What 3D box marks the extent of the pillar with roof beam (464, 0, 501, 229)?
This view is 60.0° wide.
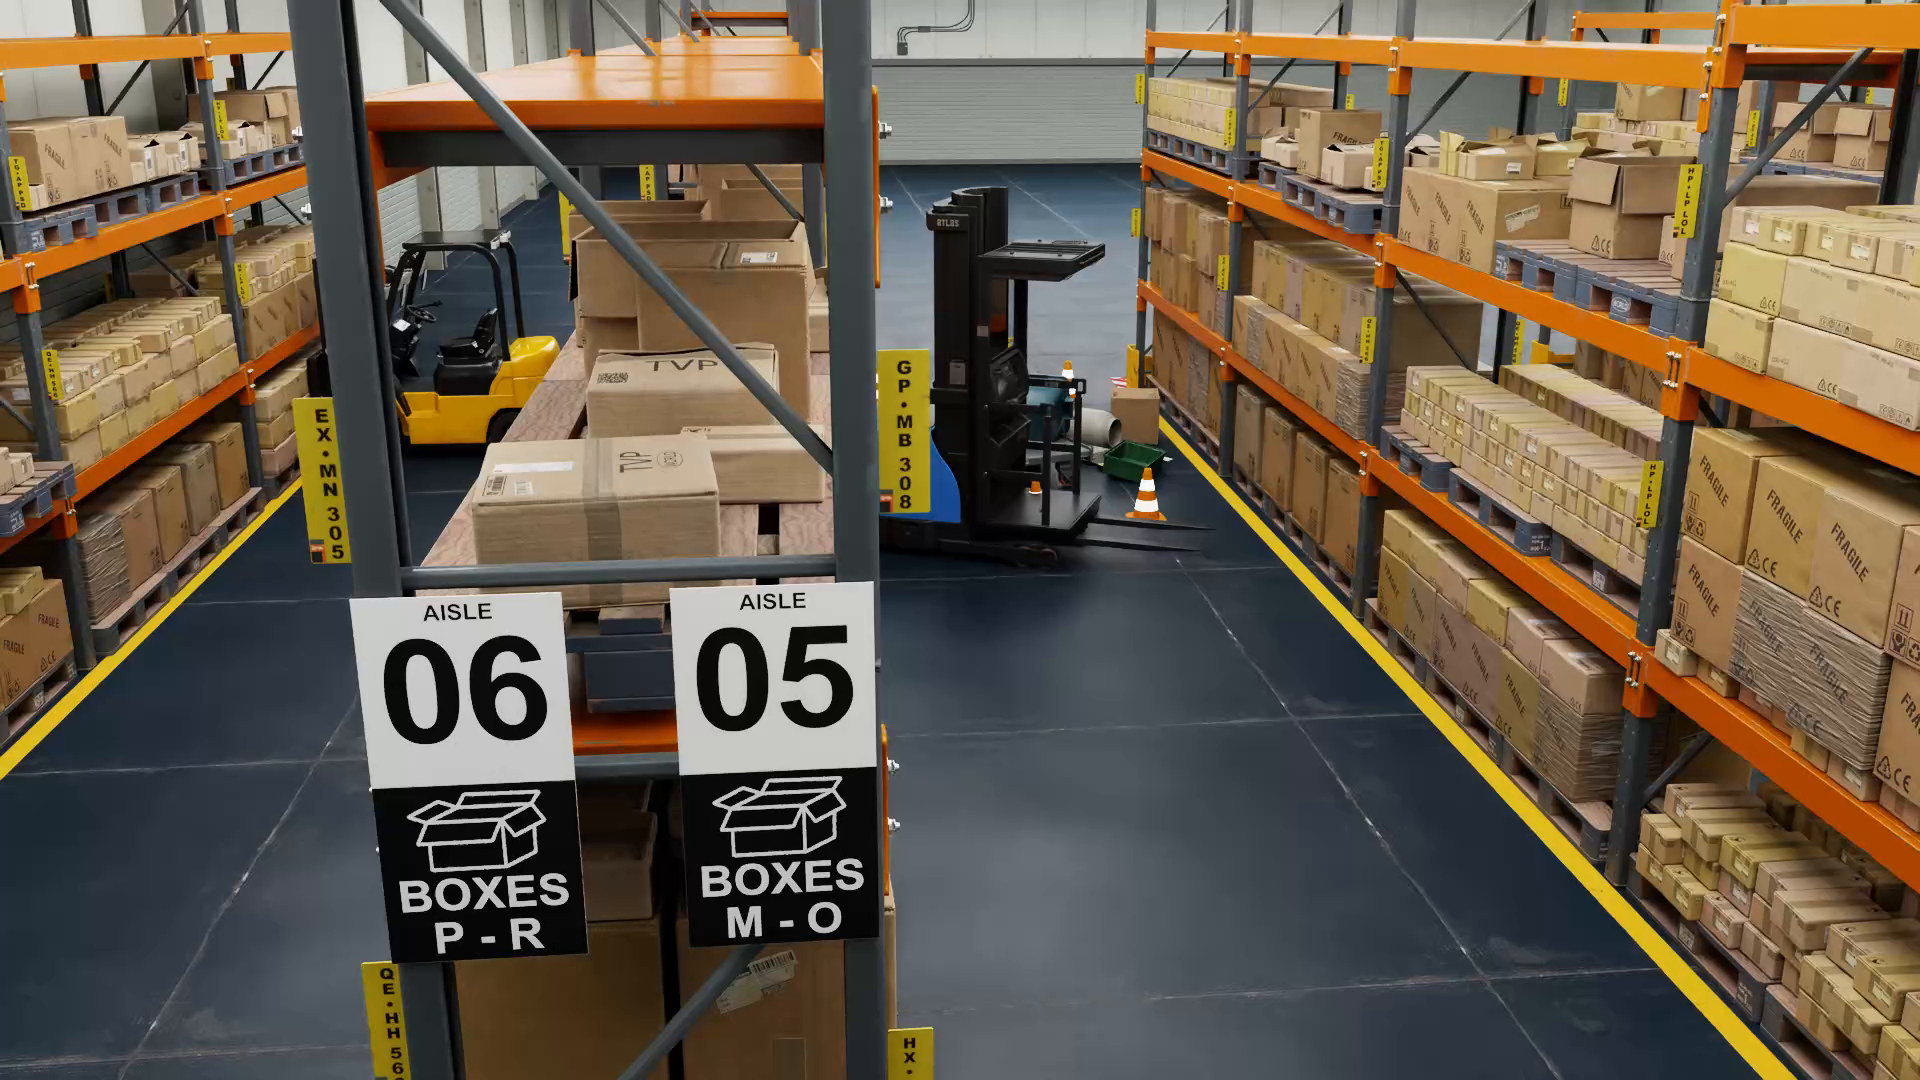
[{"bbox_3d":[-5.648,-11.043,34.330,9.100,9.000,0.400,-2,18,-6],"label":"pillar with roof beam"}]

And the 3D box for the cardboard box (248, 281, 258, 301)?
[{"bbox_3d":[-6.635,-2.266,15.138,0.380,0.149,0.250,-1,17,-4],"label":"cardboard box"}]

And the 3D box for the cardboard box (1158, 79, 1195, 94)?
[{"bbox_3d":[2.371,-4.938,18.110,0.380,0.149,0.250,-2,18,-6],"label":"cardboard box"}]

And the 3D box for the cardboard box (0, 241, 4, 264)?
[{"bbox_3d":[-6.129,-1.751,9.990,0.500,0.250,0.500,-2,18,-7],"label":"cardboard box"}]

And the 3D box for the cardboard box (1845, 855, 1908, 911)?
[{"bbox_3d":[4.183,1.520,7.394,0.380,0.149,0.250,-1,17,-4],"label":"cardboard box"}]

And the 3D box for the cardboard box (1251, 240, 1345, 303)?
[{"bbox_3d":[3.071,-2.443,15.116,0.700,0.500,0.500,-2,18,-7],"label":"cardboard box"}]

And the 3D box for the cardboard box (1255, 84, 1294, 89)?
[{"bbox_3d":[3.182,-4.504,16.729,0.380,0.149,0.250,-2,18,-6],"label":"cardboard box"}]

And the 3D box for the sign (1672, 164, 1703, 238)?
[{"bbox_3d":[3.288,-1.530,7.516,0.100,0.325,0.005,-2,18,-6],"label":"sign"}]

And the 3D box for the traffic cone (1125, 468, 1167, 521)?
[{"bbox_3d":[1.651,-0.410,14.710,0.336,0.463,0.334,-2,18,-6],"label":"traffic cone"}]

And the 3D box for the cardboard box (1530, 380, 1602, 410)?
[{"bbox_3d":[3.984,-0.954,10.934,0.380,0.149,0.250,-1,17,-4],"label":"cardboard box"}]

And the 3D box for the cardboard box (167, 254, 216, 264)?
[{"bbox_3d":[-7.289,-2.619,15.764,0.380,0.149,0.250,-2,18,-7],"label":"cardboard box"}]

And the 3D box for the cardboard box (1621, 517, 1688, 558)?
[{"bbox_3d":[3.602,-0.018,8.448,0.380,0.149,0.250,-1,17,-4],"label":"cardboard box"}]

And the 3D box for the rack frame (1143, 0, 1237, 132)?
[{"bbox_3d":[2.602,-6.120,18.649,1.000,3.000,0.127,-2,18,-6],"label":"rack frame"}]

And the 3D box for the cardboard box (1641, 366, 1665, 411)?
[{"bbox_3d":[7.748,-1.671,17.963,0.500,0.500,0.500,-3,18,-11],"label":"cardboard box"}]

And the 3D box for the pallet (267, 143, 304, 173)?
[{"bbox_3d":[-7.072,-3.734,16.202,1.003,0.211,1.213,-2,18,-6],"label":"pallet"}]

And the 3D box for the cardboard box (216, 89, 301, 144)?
[{"bbox_3d":[-6.954,-4.215,16.552,0.700,0.500,0.500,-2,18,-5],"label":"cardboard box"}]

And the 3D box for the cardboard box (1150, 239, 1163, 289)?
[{"bbox_3d":[2.685,-3.221,19.177,0.875,0.550,0.550,-2,18,-6],"label":"cardboard box"}]

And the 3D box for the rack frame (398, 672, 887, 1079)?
[{"bbox_3d":[-0.661,1.692,3.780,1.000,3.000,0.127,-2,18,-6],"label":"rack frame"}]

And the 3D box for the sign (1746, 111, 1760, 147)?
[{"bbox_3d":[7.419,-3.848,15.556,0.100,0.325,0.005,-2,18,-6],"label":"sign"}]

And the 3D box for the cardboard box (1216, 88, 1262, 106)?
[{"bbox_3d":[2.634,-4.181,15.698,0.380,0.149,0.250,-2,18,-6],"label":"cardboard box"}]

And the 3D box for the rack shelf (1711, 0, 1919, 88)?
[{"bbox_3d":[4.046,-1.605,5.471,1.077,0.370,4.000,-2,18,-6],"label":"rack shelf"}]

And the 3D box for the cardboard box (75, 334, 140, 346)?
[{"bbox_3d":[-6.430,-1.457,12.561,0.380,0.149,0.250,-2,18,-6],"label":"cardboard box"}]

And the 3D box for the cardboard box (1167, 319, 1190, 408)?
[{"bbox_3d":[2.830,-1.983,18.331,0.875,0.875,0.875,-2,18,-7],"label":"cardboard box"}]

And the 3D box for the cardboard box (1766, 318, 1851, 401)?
[{"bbox_3d":[3.685,-0.747,6.793,0.500,0.250,0.500,-2,18,-6],"label":"cardboard box"}]

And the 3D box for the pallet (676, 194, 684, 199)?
[{"bbox_3d":[-1.941,-3.038,14.151,1.213,0.211,1.003,-2,18,-6],"label":"pallet"}]

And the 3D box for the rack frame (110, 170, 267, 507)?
[{"bbox_3d":[-6.836,-1.729,14.676,1.000,3.000,0.127,-2,18,-6],"label":"rack frame"}]

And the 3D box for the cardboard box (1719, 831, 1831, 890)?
[{"bbox_3d":[3.713,1.460,7.585,0.380,0.149,0.250,-2,18,-6],"label":"cardboard box"}]

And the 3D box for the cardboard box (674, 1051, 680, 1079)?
[{"bbox_3d":[-0.974,1.509,4.197,0.500,0.500,0.500,-2,18,-5],"label":"cardboard box"}]

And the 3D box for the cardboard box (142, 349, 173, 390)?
[{"bbox_3d":[-6.390,-1.301,12.729,0.500,0.250,0.500,-2,17,-5],"label":"cardboard box"}]

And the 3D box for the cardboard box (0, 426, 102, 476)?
[{"bbox_3d":[-6.226,-0.605,11.348,0.500,0.250,0.500,-2,18,-5],"label":"cardboard box"}]

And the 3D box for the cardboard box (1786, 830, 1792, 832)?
[{"bbox_3d":[4.188,1.419,8.211,0.380,0.149,0.250,-1,17,-5],"label":"cardboard box"}]

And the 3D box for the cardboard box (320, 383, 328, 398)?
[{"bbox_3d":[-6.724,-1.460,16.875,0.500,0.250,0.500,-2,18,-6],"label":"cardboard box"}]

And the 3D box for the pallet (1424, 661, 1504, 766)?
[{"bbox_3d":[3.629,1.051,10.476,1.003,0.211,1.213,-2,18,-6],"label":"pallet"}]

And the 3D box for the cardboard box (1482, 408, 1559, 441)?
[{"bbox_3d":[3.419,-0.704,10.136,0.380,0.149,0.250,-1,17,-4],"label":"cardboard box"}]

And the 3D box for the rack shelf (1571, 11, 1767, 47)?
[{"bbox_3d":[7.752,-5.303,17.251,1.077,0.370,4.000,-2,18,-6],"label":"rack shelf"}]

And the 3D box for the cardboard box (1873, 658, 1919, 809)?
[{"bbox_3d":[3.799,0.740,6.149,0.500,0.500,0.500,-1,17,-3],"label":"cardboard box"}]

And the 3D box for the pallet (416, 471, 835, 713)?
[{"bbox_3d":[-0.748,0.082,4.047,1.003,0.211,1.213,-2,18,-6],"label":"pallet"}]

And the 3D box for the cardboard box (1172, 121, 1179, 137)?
[{"bbox_3d":[2.448,-4.329,17.503,0.380,0.149,0.250,-2,18,-6],"label":"cardboard box"}]

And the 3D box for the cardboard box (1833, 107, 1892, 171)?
[{"bbox_3d":[8.006,-3.447,14.266,0.797,0.503,0.637,-1,17,-3],"label":"cardboard box"}]

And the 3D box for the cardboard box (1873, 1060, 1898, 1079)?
[{"bbox_3d":[3.786,2.134,6.430,0.380,0.149,0.250,-1,17,-5],"label":"cardboard box"}]

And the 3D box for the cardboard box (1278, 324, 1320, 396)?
[{"bbox_3d":[2.955,-1.498,13.775,0.500,0.500,0.500,-2,17,-5],"label":"cardboard box"}]

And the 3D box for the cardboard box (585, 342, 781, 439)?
[{"bbox_3d":[-0.766,-0.392,4.692,0.500,0.311,0.500,-1,17,-5],"label":"cardboard box"}]

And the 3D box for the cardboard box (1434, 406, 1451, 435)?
[{"bbox_3d":[3.338,-0.787,10.897,0.380,0.149,0.250,-2,18,-7],"label":"cardboard box"}]

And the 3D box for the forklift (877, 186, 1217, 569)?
[{"bbox_3d":[0.591,-1.340,13.552,3.031,2.935,1.130,6,18,17],"label":"forklift"}]

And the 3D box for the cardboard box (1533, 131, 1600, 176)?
[{"bbox_3d":[3.795,-2.454,10.533,0.396,0.266,0.258,-2,18,-6],"label":"cardboard box"}]

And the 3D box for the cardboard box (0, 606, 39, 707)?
[{"bbox_3d":[-6.125,0.724,10.336,0.500,0.500,0.500,-2,18,-6],"label":"cardboard box"}]

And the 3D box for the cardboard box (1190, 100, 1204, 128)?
[{"bbox_3d":[2.607,-4.254,16.599,0.500,0.250,0.500,-2,18,-6],"label":"cardboard box"}]

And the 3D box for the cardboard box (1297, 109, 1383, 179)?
[{"bbox_3d":[2.969,-3.111,13.035,0.500,0.500,0.500,-2,18,-6],"label":"cardboard box"}]

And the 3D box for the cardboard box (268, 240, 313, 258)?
[{"bbox_3d":[-6.770,-2.942,16.795,0.380,0.149,0.250,-1,17,-5],"label":"cardboard box"}]

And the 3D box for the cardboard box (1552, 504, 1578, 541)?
[{"bbox_3d":[3.525,-0.102,9.213,0.380,0.149,0.250,-3,18,-8],"label":"cardboard box"}]

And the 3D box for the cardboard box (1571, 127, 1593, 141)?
[{"bbox_3d":[7.338,-4.589,19.030,0.500,0.250,0.500,-1,17,-4],"label":"cardboard box"}]

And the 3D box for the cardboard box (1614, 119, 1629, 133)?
[{"bbox_3d":[7.401,-4.534,18.189,0.380,0.149,0.250,-2,18,-6],"label":"cardboard box"}]

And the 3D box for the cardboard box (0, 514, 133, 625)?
[{"bbox_3d":[-6.474,0.209,11.766,0.875,0.625,0.625,-1,17,-4],"label":"cardboard box"}]

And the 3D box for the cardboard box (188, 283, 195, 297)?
[{"bbox_3d":[-7.185,-2.247,15.078,0.380,0.149,0.250,-2,18,-7],"label":"cardboard box"}]

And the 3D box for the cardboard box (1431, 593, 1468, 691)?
[{"bbox_3d":[3.359,0.639,10.607,0.500,0.500,0.500,-2,18,-7],"label":"cardboard box"}]

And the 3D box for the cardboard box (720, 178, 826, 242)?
[{"bbox_3d":[-0.876,-1.451,7.914,0.500,0.500,0.500,-2,18,-7],"label":"cardboard box"}]

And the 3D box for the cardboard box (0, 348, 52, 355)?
[{"bbox_3d":[-6.807,-1.290,12.028,0.380,0.149,0.250,-2,18,-6],"label":"cardboard box"}]

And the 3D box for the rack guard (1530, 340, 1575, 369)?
[{"bbox_3d":[7.553,-2.166,20.242,1.175,0.500,0.348,-2,18,-6],"label":"rack guard"}]
